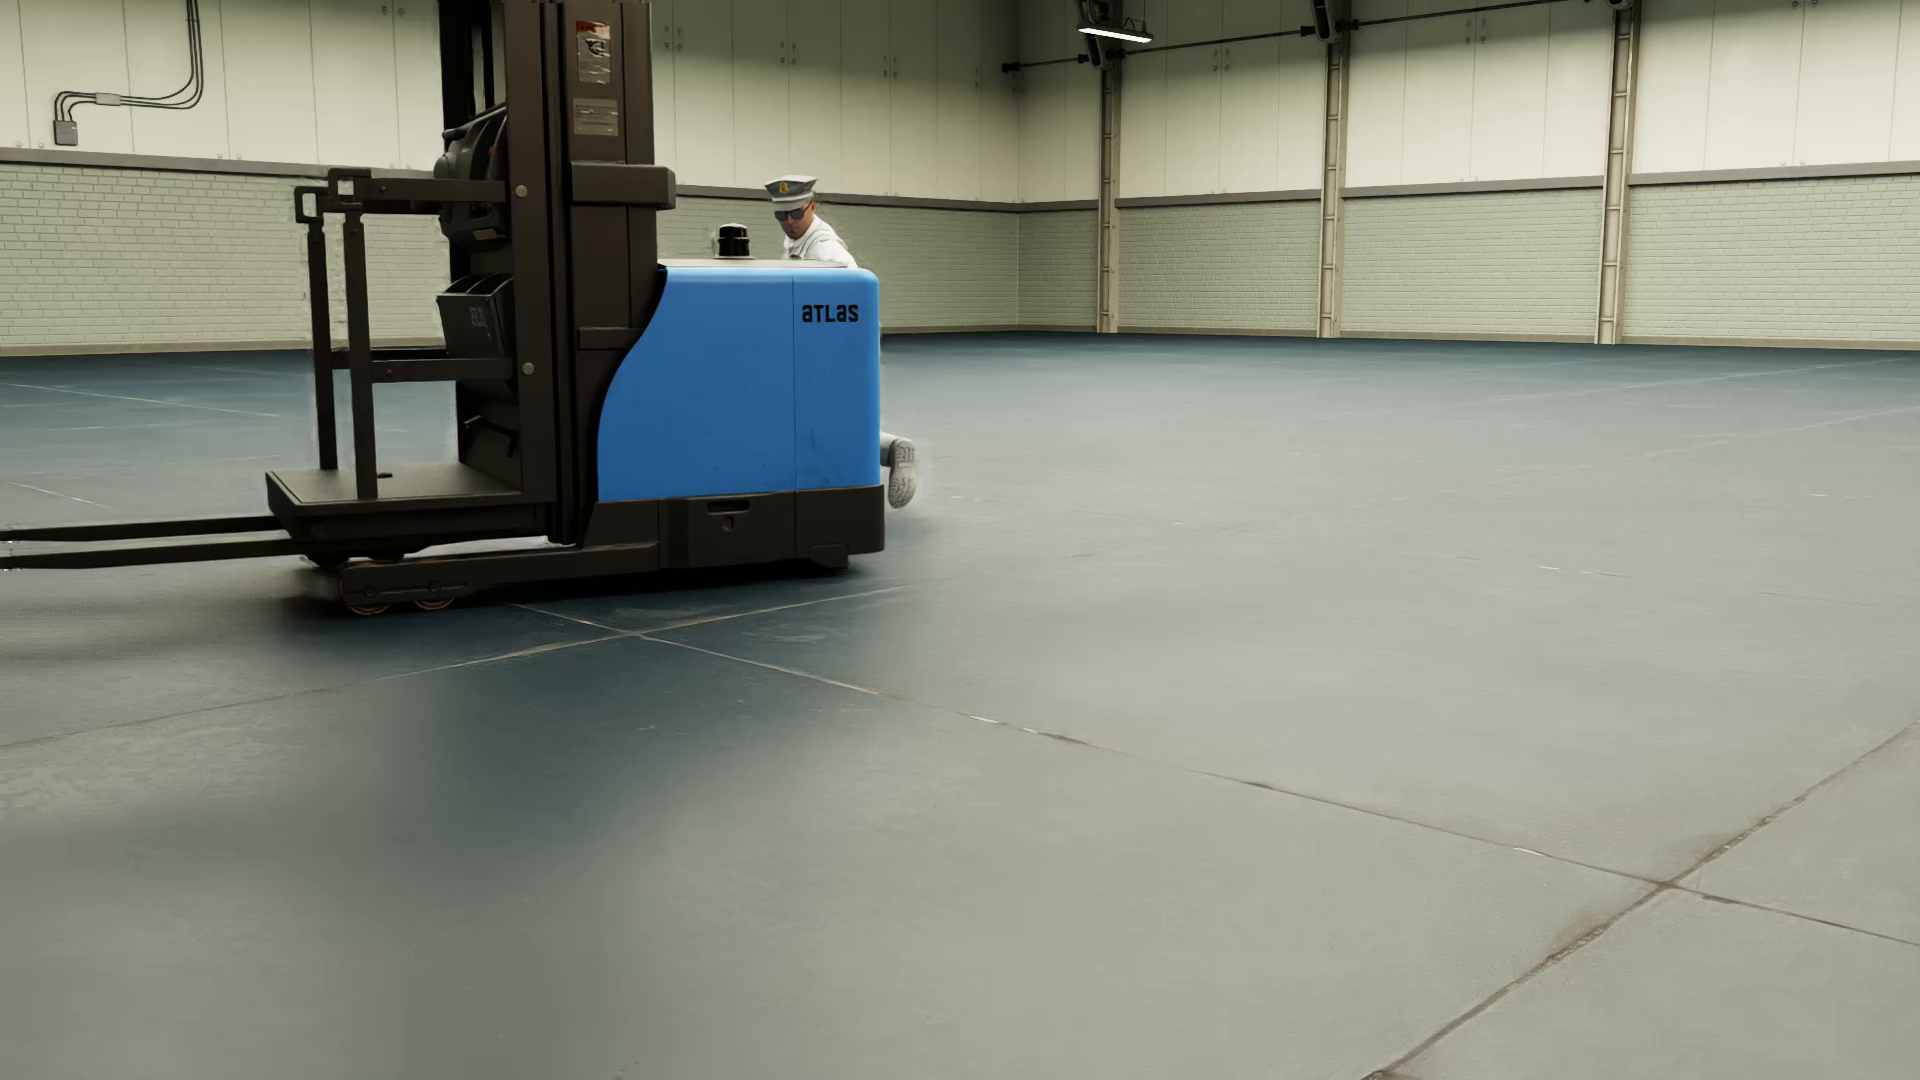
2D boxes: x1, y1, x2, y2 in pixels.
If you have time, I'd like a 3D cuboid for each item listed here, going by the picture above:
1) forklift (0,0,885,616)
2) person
[{"bbox_3d":[-1.822,-1.304,5.534,3.031,2.935,1.130,-4,10,-27],"label":"forklift"},{"bbox_3d":[-0.612,-0.865,7.510,0.830,1.531,0.654,1,9,9],"label":"person"}]
